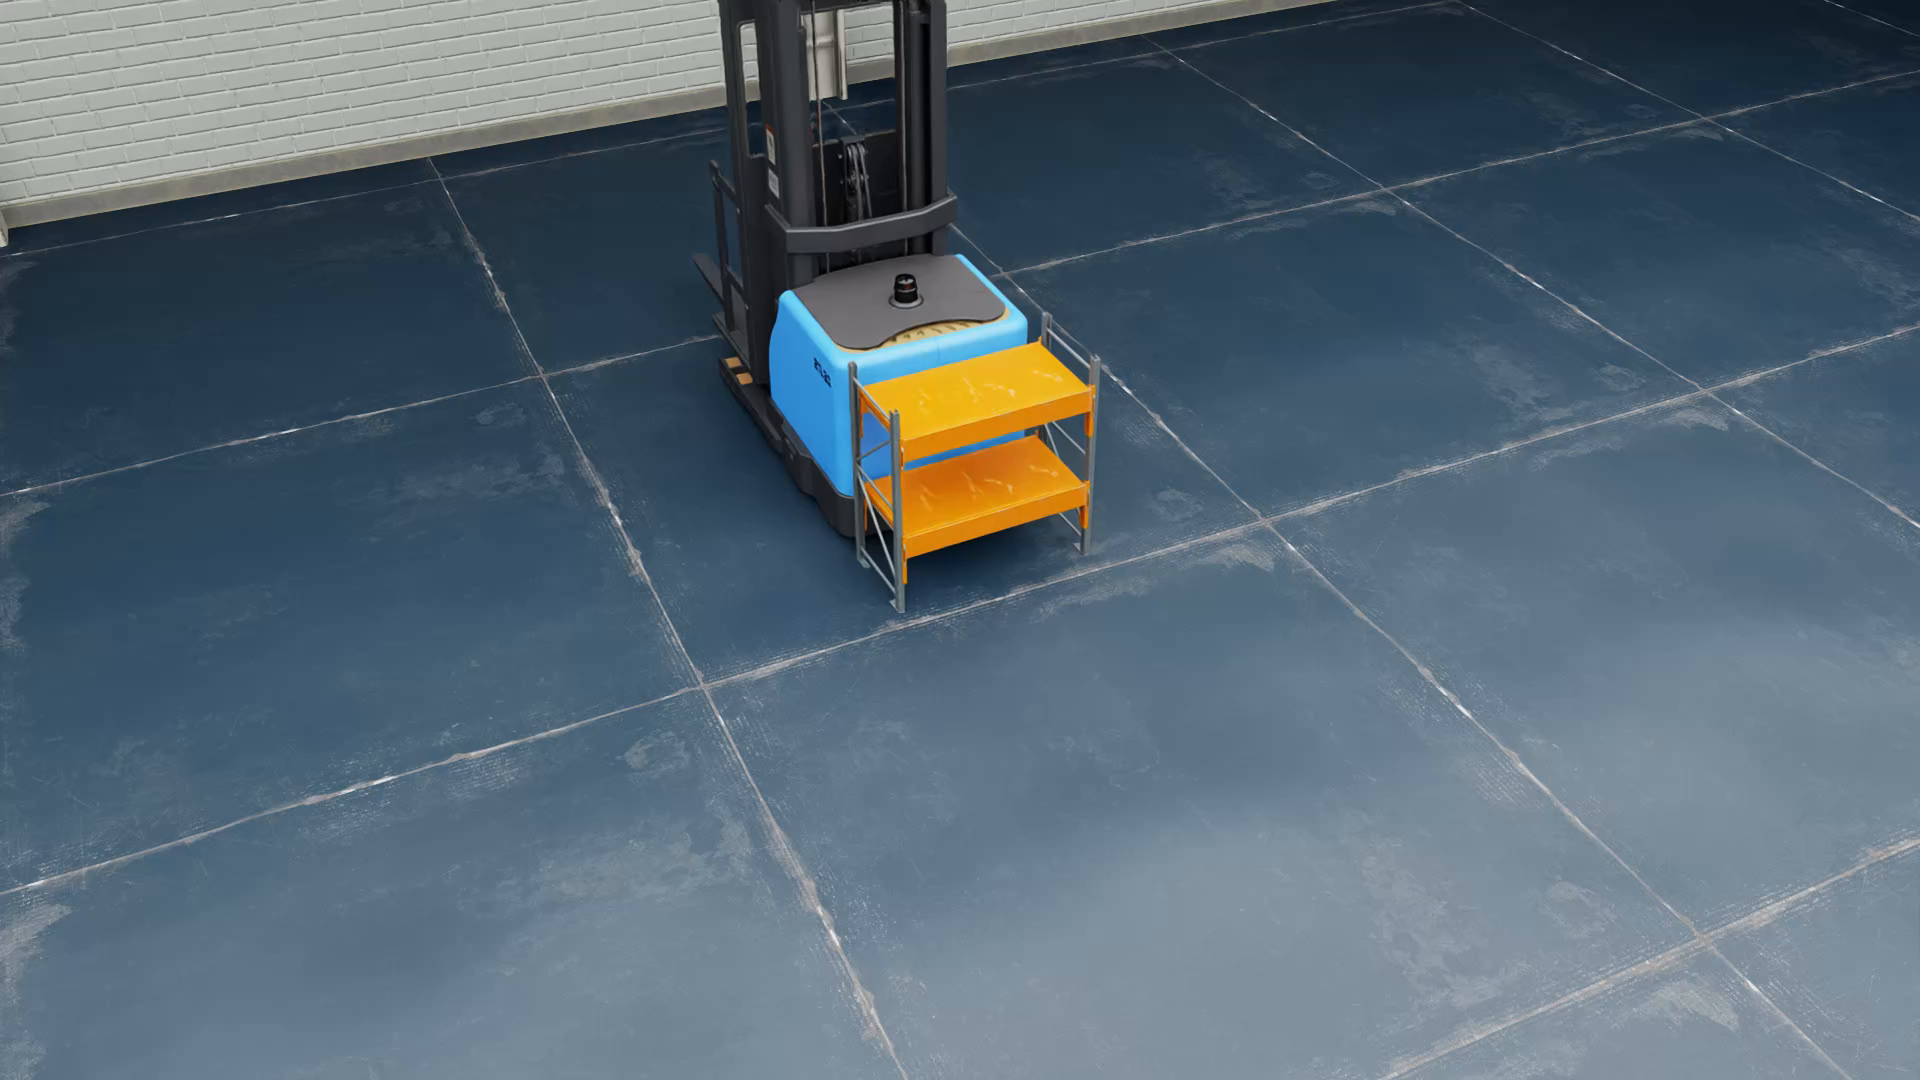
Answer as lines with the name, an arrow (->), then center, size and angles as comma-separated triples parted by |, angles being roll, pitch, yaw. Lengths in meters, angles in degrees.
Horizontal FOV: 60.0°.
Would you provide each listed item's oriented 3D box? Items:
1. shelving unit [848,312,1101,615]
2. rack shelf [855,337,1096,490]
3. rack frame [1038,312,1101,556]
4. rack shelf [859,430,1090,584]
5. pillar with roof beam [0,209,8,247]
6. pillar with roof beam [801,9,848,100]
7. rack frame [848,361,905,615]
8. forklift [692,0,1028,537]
shelving unit -> 0.065, -0.370, 7.948 | 1.048, 1.125, 0.538 | -17, 40, -21
rack shelf -> 0.065, -0.605, 7.773 | 1.000, 0.278, 0.538 | -17, 40, -21
rack frame -> 0.519, -0.506, 8.132 | 0.032, 1.125, 0.500 | -17, 40, -21
rack shelf -> 0.065, -0.174, 8.093 | 1.000, 0.278, 0.538 | -17, 40, -21
pillar with roof beam -> -4.729, -3.279, 5.260 | 0.400, 9.000, 9.100 | -16, 39, -20
pillar with roof beam -> 0.703, -4.797, 7.307 | 0.400, 9.000, 9.100 | -16, 39, -20
rack frame -> -0.388, -0.233, 7.763 | 0.032, 1.125, 0.500 | -17, 40, -21
forklift -> -0.736, -2.061, 8.711 | 1.130, 2.935, 3.031 | -16, 39, -20
